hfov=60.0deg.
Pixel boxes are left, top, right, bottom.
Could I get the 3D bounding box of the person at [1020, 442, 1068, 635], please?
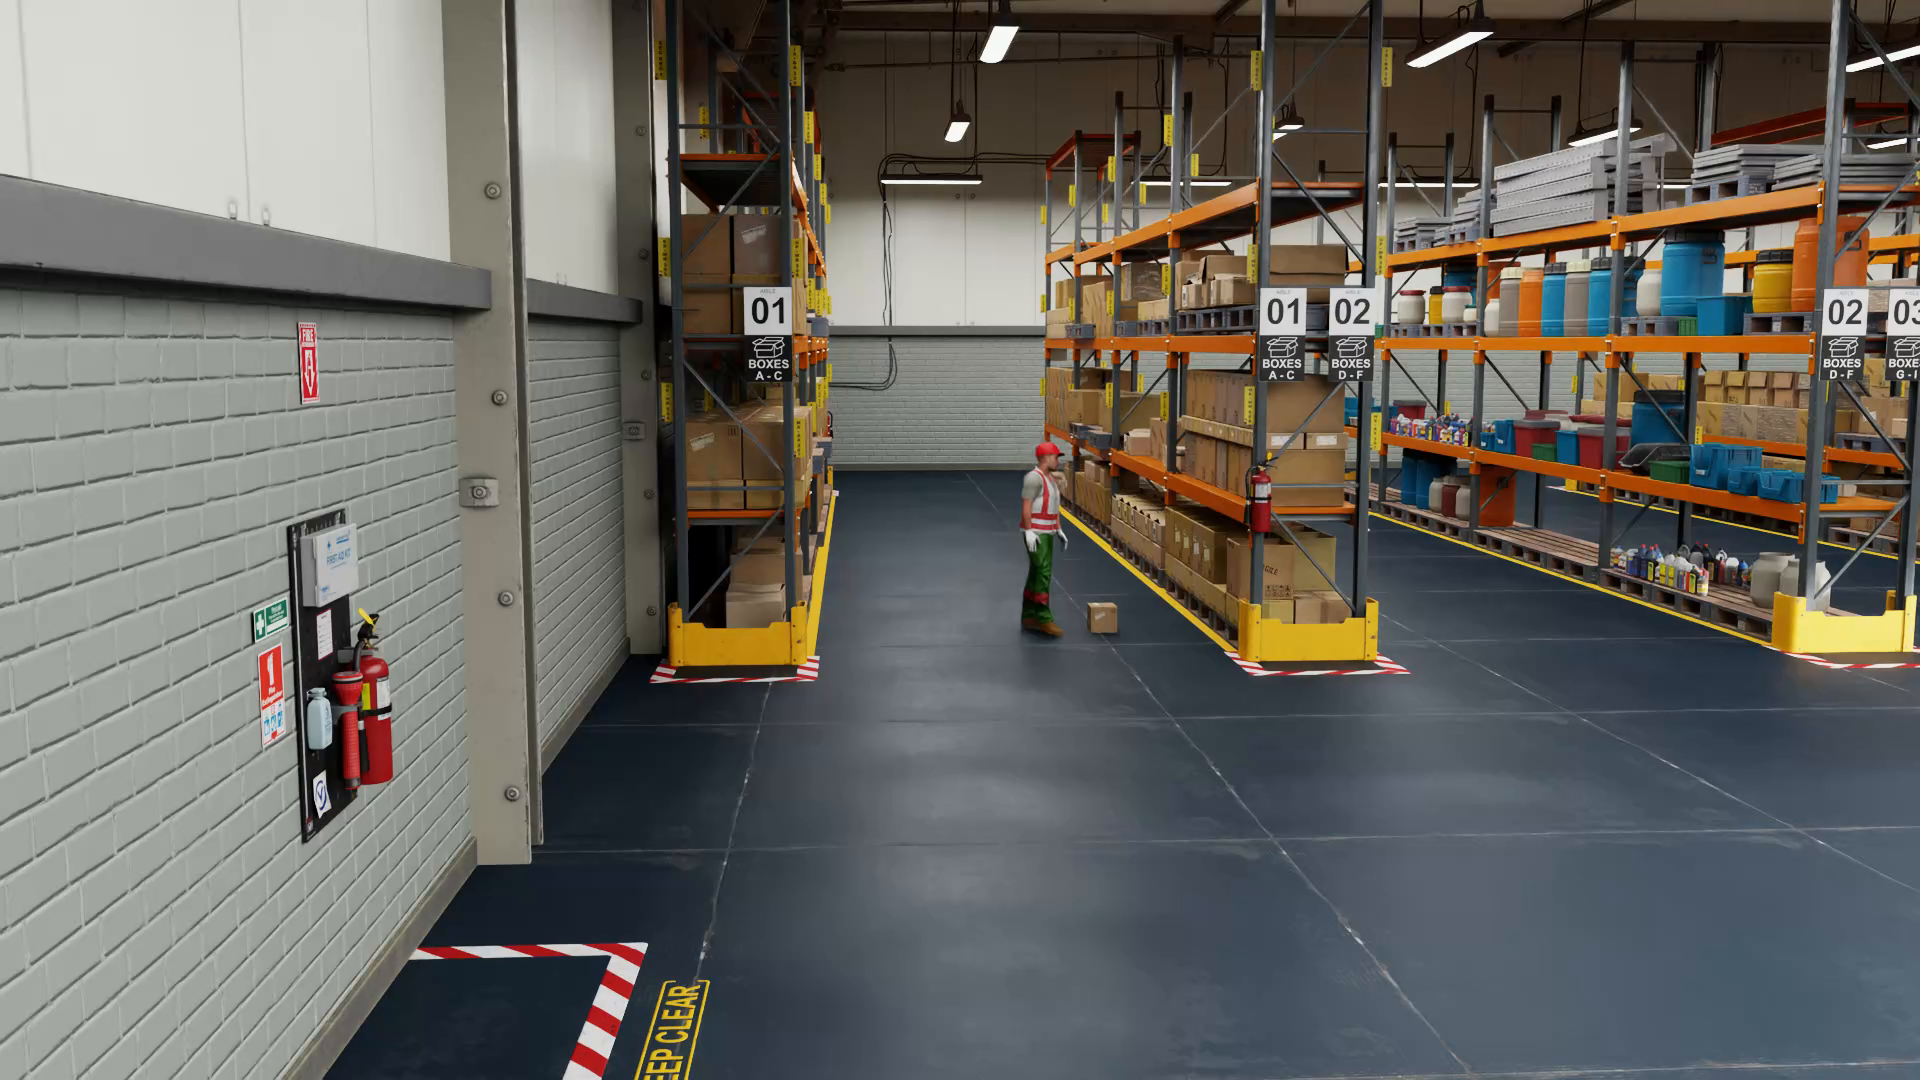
[{"bbox_3d":[0.825,-0.034,15.807,0.571,1.783,0.601,3,8,26],"label":"person"}]
